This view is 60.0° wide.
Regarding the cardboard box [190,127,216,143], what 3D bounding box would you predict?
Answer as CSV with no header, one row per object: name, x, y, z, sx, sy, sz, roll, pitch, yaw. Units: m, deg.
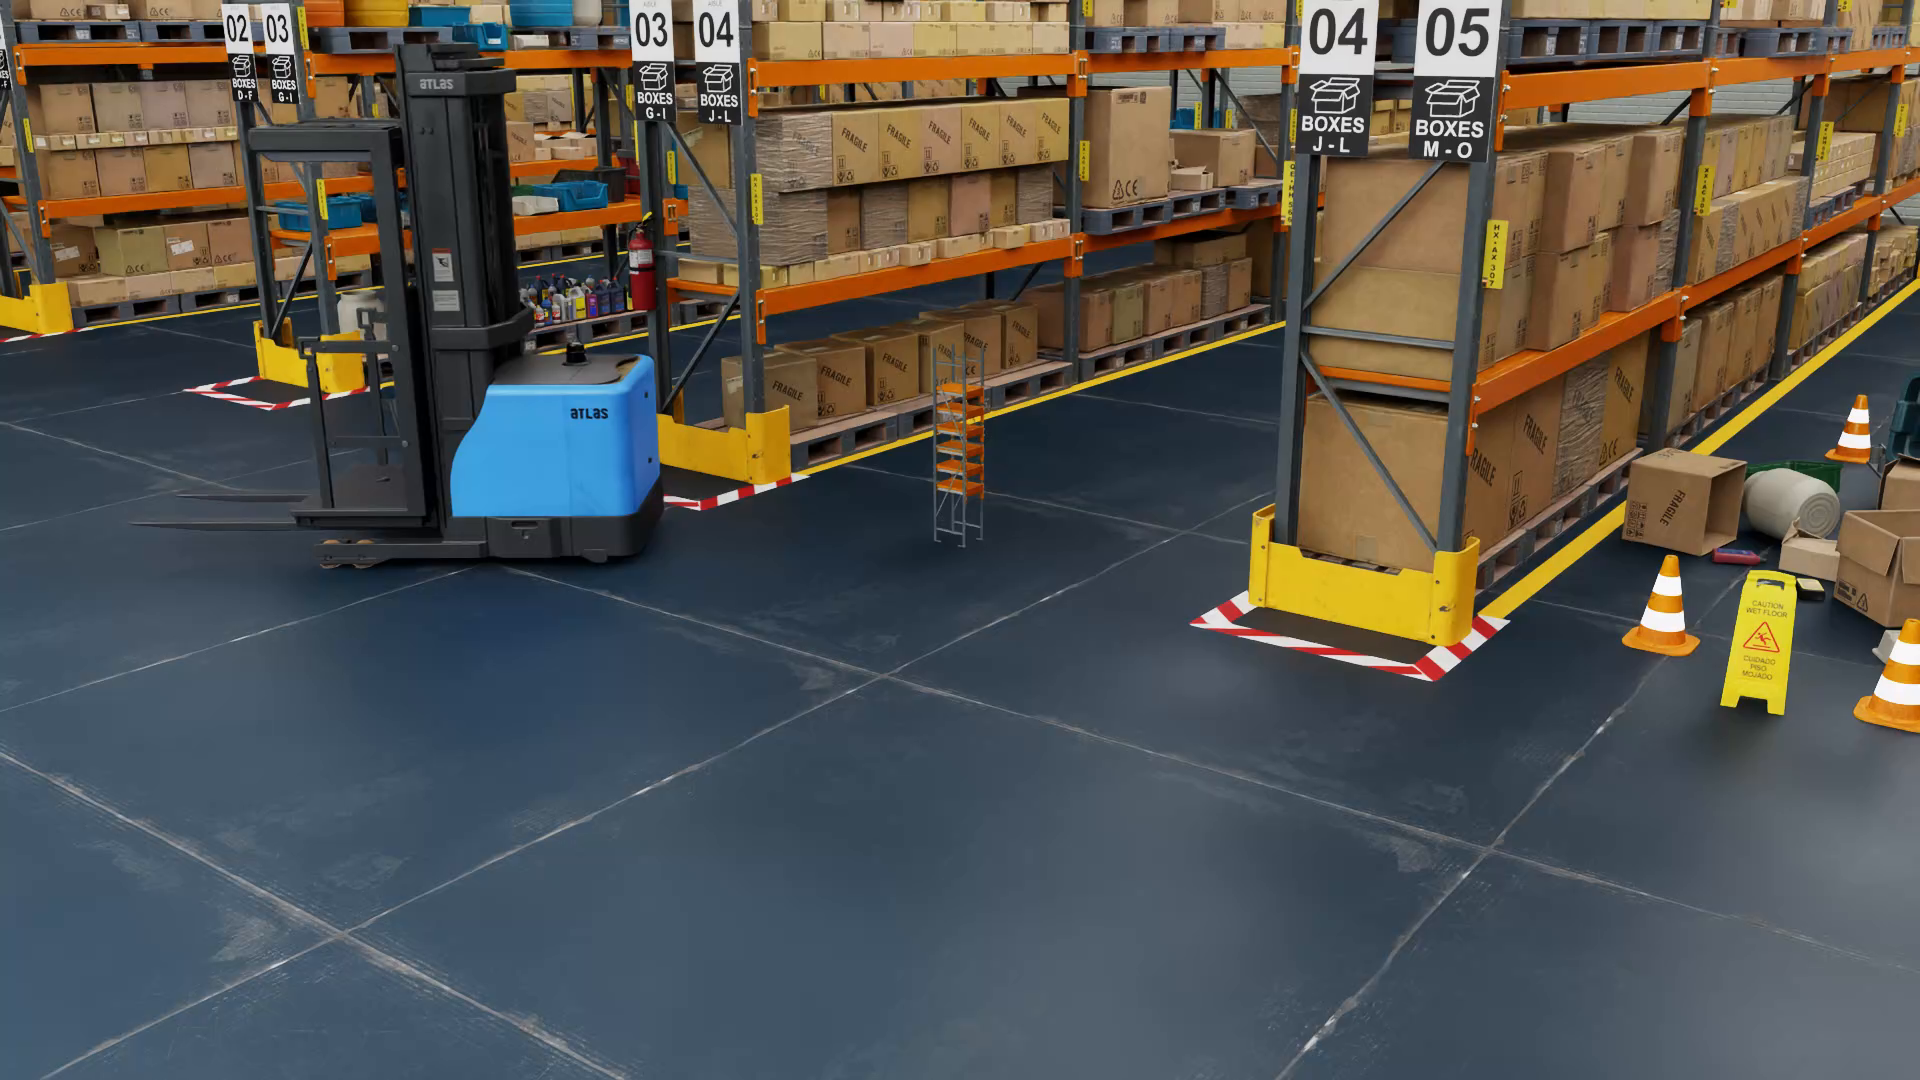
cardboard box,-8.408,-4.461,18.288,0.380,0.149,0.250,13,21,35

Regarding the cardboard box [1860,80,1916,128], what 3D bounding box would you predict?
cardboard box,10.056,-4.746,18.113,0.500,0.500,0.500,12,21,33

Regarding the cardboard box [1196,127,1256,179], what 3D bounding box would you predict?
cardboard box,2.699,-3.949,17.024,0.500,0.500,0.500,10,20,28

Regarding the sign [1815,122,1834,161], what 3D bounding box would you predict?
sign,7.360,-3.391,14.153,0.100,0.325,0.005,12,21,35

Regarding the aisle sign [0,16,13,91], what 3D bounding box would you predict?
aisle sign,-9.525,-4.854,16.432,0.394,0.787,0.004,12,21,35

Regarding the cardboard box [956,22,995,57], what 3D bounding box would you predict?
cardboard box,-0.076,-3.845,12.761,0.500,0.250,0.500,12,21,34

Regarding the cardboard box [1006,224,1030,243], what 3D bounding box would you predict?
cardboard box,0.360,-2.553,13.832,0.380,0.149,0.250,12,21,35

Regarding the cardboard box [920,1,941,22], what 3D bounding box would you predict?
cardboard box,-0.369,-3.943,12.405,0.380,0.149,0.250,11,21,33

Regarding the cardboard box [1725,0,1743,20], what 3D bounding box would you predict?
cardboard box,5.346,-3.747,11.740,0.250,0.149,0.380,12,21,35

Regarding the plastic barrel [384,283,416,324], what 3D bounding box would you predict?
plastic barrel,-5.126,-2.108,15.460,0.421,0.512,0.421,0,17,0

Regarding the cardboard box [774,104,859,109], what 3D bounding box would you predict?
cardboard box,-1.056,-3.011,12.527,0.500,0.500,0.500,12,21,35

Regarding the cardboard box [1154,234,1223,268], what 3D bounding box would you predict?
cardboard box,2.306,-2.917,16.789,0.500,0.250,0.500,16,23,41

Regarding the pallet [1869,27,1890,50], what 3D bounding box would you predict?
pallet,8.226,-4.855,16.079,1.213,0.211,1.003,12,21,35

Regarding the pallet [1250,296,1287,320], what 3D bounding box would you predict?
pallet,3.519,-2.679,18.514,1.003,0.211,1.213,12,21,35

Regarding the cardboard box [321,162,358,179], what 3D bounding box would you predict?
cardboard box,-7.608,-4.576,19.751,0.700,0.500,0.500,12,21,33

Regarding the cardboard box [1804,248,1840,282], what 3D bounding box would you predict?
cardboard box,8.124,-2.658,15.988,0.500,0.250,0.500,13,21,35

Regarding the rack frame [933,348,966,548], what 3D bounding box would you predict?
rack frame,-0.063,-0.548,9.985,0.240,1.200,0.006,12,21,35

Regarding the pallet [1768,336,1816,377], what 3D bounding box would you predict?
pallet,7.379,-1.790,15.650,1.003,0.211,1.213,12,21,35

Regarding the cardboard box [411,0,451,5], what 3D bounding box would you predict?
cardboard box,-6.628,-6.834,20.415,0.500,0.500,0.500,15,23,40

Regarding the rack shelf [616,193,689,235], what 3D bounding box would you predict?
rack shelf,-2.181,-3.891,18.929,1.077,0.370,4.000,12,21,35

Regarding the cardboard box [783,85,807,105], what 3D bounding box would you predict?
cardboard box,-2.488,-7.231,26.618,0.500,0.500,0.500,13,21,35

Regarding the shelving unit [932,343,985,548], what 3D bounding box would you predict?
shelving unit,-0.009,-0.570,10.055,0.258,1.200,0.189,12,21,35

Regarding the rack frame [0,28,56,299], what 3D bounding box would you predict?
rack frame,-9.732,-3.682,17.042,1.000,3.000,0.127,12,21,35

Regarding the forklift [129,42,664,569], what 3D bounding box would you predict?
forklift,-3.397,-1.389,9.776,3.031,2.935,1.130,0,17,-1

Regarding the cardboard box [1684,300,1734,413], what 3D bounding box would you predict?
cardboard box,5.404,-1.502,13.107,1.050,0.750,0.750,12,21,35

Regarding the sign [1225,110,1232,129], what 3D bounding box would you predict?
sign,4.229,-6.601,26.168,0.100,0.325,0.005,12,21,35

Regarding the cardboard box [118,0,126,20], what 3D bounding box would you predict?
cardboard box,-8.926,-5.793,17.987,0.500,0.311,0.500,16,23,41

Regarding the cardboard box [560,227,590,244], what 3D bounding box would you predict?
cardboard box,-5.387,-4.183,22.584,0.500,0.250,0.500,12,21,34

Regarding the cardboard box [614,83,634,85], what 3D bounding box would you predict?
cardboard box,-5.787,-7.857,29.981,0.980,0.700,0.700,12,21,33

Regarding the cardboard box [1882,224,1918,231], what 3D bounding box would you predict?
cardboard box,11.567,-3.793,20.496,0.380,0.149,0.250,13,21,35

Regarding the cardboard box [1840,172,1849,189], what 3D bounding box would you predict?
cardboard box,8.444,-3.528,16.263,0.380,0.149,0.250,14,22,37

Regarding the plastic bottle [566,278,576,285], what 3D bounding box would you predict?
plastic bottle,-4.085,-2.587,17.369,0.152,0.276,0.135,13,22,37

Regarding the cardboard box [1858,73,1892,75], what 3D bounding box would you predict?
cardboard box,11.198,-5.448,20.374,0.500,0.500,0.500,12,21,34

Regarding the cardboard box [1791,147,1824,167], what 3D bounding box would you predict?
cardboard box,7.650,-3.498,15.163,0.380,0.149,0.250,12,21,34

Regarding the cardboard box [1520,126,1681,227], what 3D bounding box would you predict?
cardboard box,4.047,-2.337,10.637,0.875,0.550,0.550,12,21,35

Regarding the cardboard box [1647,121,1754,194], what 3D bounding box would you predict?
cardboard box,5.728,-2.990,12.961,0.700,0.500,0.500,12,21,34

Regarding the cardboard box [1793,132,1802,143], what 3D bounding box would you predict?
cardboard box,8.530,-4.173,17.335,0.380,0.149,0.250,13,22,36

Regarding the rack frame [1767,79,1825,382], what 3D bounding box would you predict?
rack frame,6.912,-2.935,14.638,1.000,3.000,0.127,12,21,35

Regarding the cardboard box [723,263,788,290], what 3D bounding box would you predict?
cardboard box,-1.417,-1.836,11.523,0.380,0.149,0.250,12,21,35

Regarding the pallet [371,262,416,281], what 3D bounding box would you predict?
pallet,-6.941,-3.485,21.111,1.003,0.211,1.213,12,21,35

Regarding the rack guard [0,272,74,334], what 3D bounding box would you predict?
rack guard,-9.746,-2.482,17.395,1.175,0.500,0.348,12,21,35

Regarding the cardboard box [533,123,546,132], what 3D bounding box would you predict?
cardboard box,-7.167,-6.936,27.910,0.380,0.149,0.250,12,21,35

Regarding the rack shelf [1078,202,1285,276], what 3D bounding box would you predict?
rack shelf,1.797,-3.016,16.111,1.077,0.370,4.000,12,21,35

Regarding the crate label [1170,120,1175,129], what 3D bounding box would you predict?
crate label,3.366,-6.565,26.506,0.416,0.233,0.303,12,21,35

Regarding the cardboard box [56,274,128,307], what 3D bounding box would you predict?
cardboard box,-9.233,-2.658,17.673,0.500,0.250,0.500,12,21,35

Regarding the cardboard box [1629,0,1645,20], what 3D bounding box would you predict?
cardboard box,3.660,-3.037,9.453,0.380,0.149,0.250,12,21,35

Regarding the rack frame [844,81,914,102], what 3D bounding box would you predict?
rack frame,-0.989,-4.711,20.357,1.000,3.000,0.127,12,21,35

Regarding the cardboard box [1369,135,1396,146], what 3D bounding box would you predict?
cardboard box,4.707,-4.434,19.297,0.500,0.500,0.500,12,21,34

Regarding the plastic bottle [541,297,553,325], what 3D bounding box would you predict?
plastic bottle,-4.041,-2.243,16.269,0.097,0.271,0.097,0,17,0

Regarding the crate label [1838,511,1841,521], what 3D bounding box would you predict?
crate label,5.417,-0.173,10.570,0.298,0.136,0.250,-1,17,-3

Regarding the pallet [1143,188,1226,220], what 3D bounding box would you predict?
pallet,1.842,-3.266,16.025,1.003,0.211,1.213,12,21,35

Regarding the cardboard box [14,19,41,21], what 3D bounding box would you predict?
cardboard box,-12.043,-6.578,21.108,0.500,0.500,0.500,11,21,33

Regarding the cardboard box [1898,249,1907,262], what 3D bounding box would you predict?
cardboard box,10.987,-3.396,19.719,0.380,0.149,0.250,13,21,35

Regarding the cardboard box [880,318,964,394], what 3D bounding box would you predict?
cardboard box,-0.307,-1.502,13.530,0.500,0.500,0.500,10,20,30

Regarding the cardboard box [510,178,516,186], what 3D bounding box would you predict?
cardboard box,-7.875,-5.995,27.408,0.750,0.750,0.750,12,21,34

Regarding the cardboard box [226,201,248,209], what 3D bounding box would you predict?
cardboard box,-10.636,-4.836,24.231,0.700,0.500,0.500,12,21,34

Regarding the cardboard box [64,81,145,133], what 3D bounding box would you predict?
cardboard box,-9.103,-4.597,17.633,0.700,0.500,0.500,12,21,33

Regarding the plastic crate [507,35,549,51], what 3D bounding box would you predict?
plastic crate,-4.004,-4.611,15.422,0.243,0.136,0.396,12,21,35

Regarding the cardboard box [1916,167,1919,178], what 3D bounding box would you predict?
cardboard box,11.262,-4.413,19.821,0.380,0.149,0.250,13,22,36
